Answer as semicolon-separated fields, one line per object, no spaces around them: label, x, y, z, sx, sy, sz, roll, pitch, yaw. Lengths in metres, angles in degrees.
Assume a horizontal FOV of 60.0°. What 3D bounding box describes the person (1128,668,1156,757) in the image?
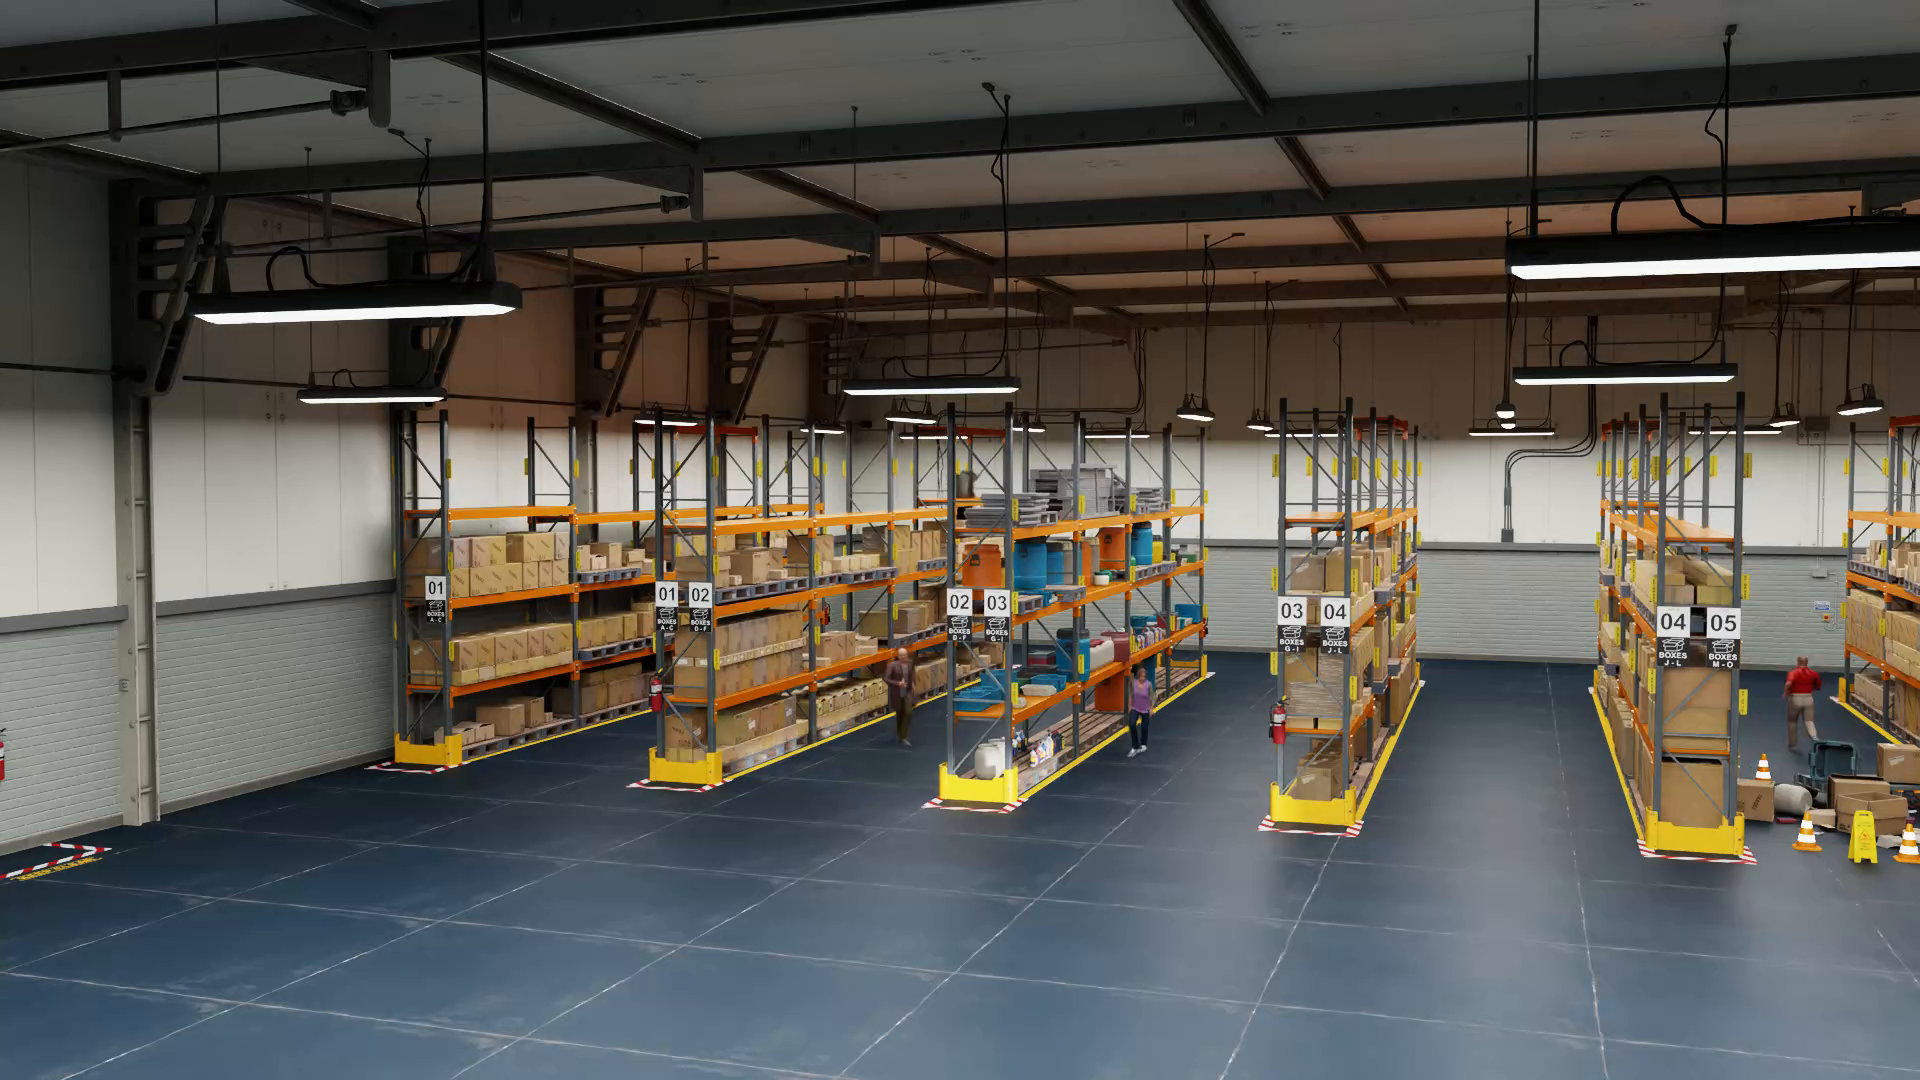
person;3.190;2.990;29.125;0.527;1.542;0.728;1;3;13

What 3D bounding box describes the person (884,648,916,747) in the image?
person;-1.102;2.874;30.251;0.661;1.670;0.902;-1;3;-14

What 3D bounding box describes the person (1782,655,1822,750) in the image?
person;14.868;2.880;29.371;0.663;1.695;0.926;0;2;11
